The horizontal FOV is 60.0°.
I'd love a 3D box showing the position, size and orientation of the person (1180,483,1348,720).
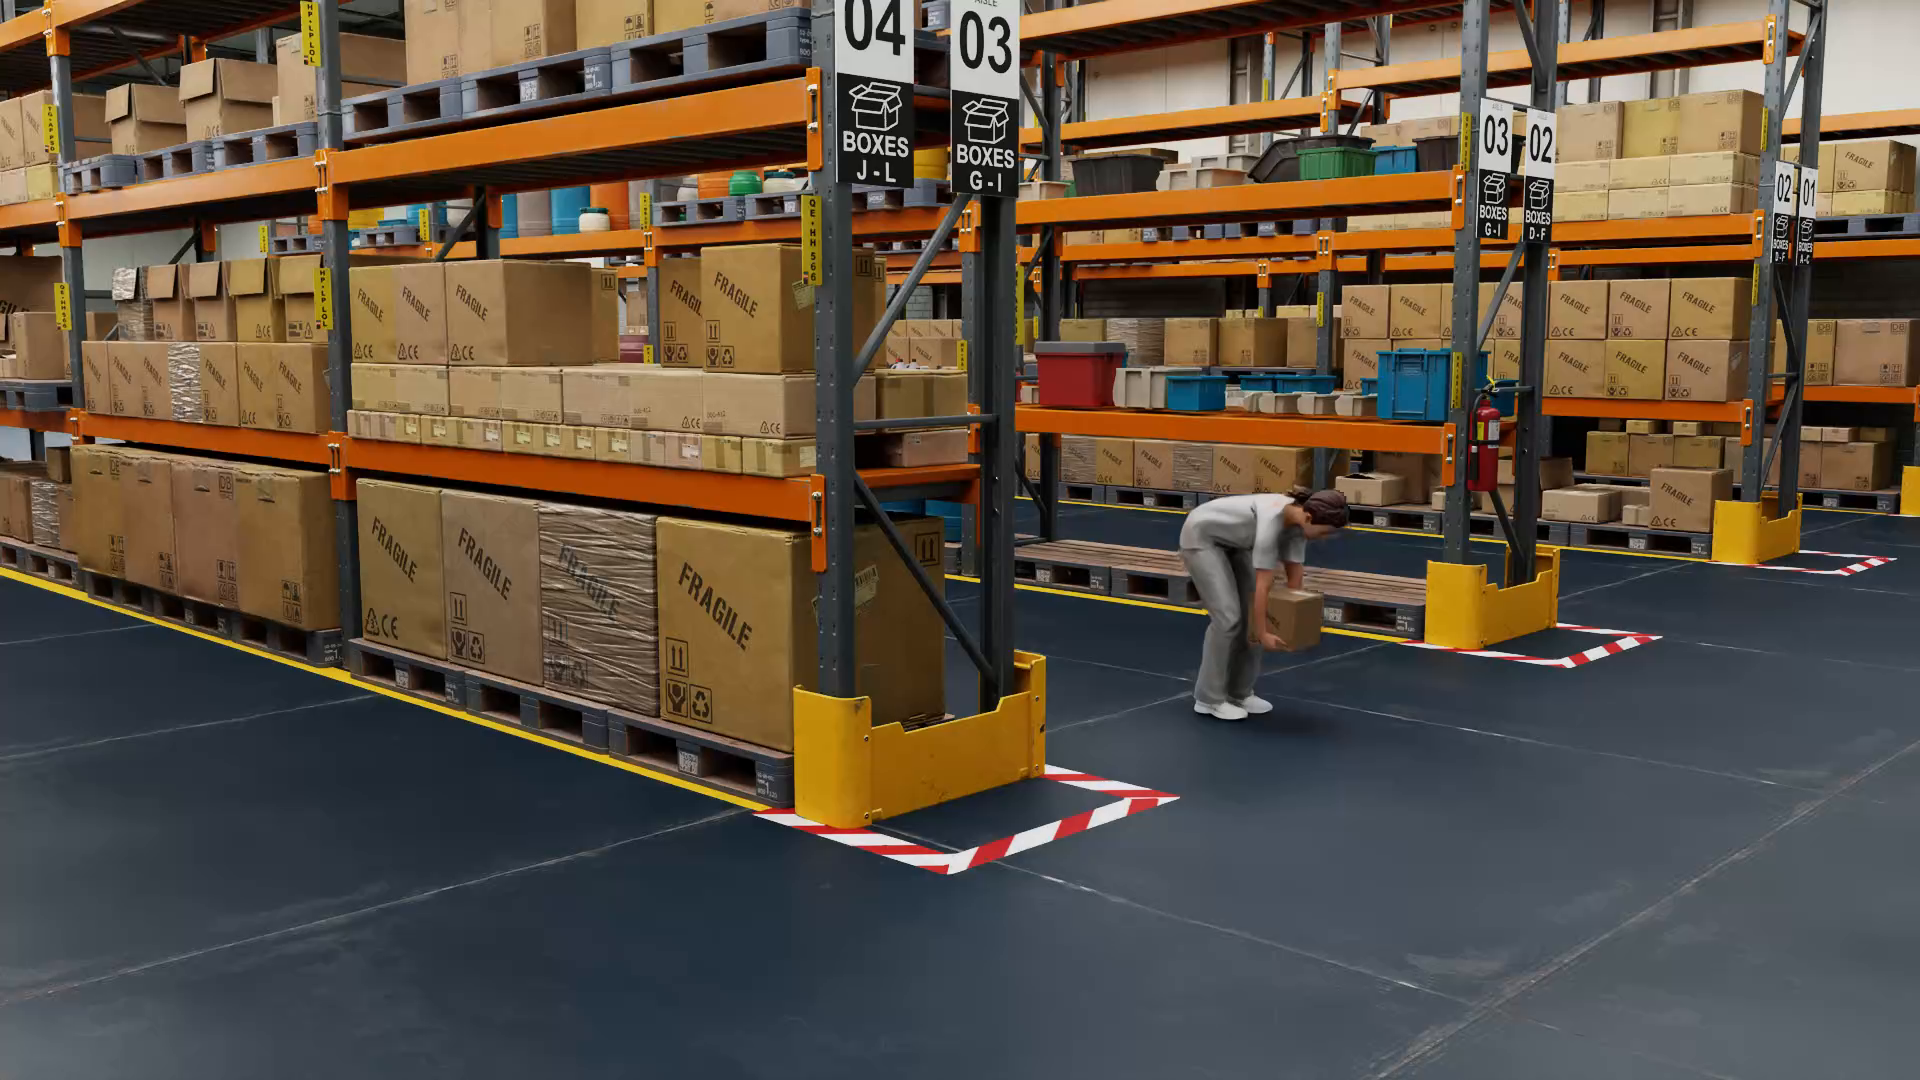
[{"bbox_3d":[1.460,0.300,8.012,0.863,1.147,0.404,6,10,42],"label":"person"}]
